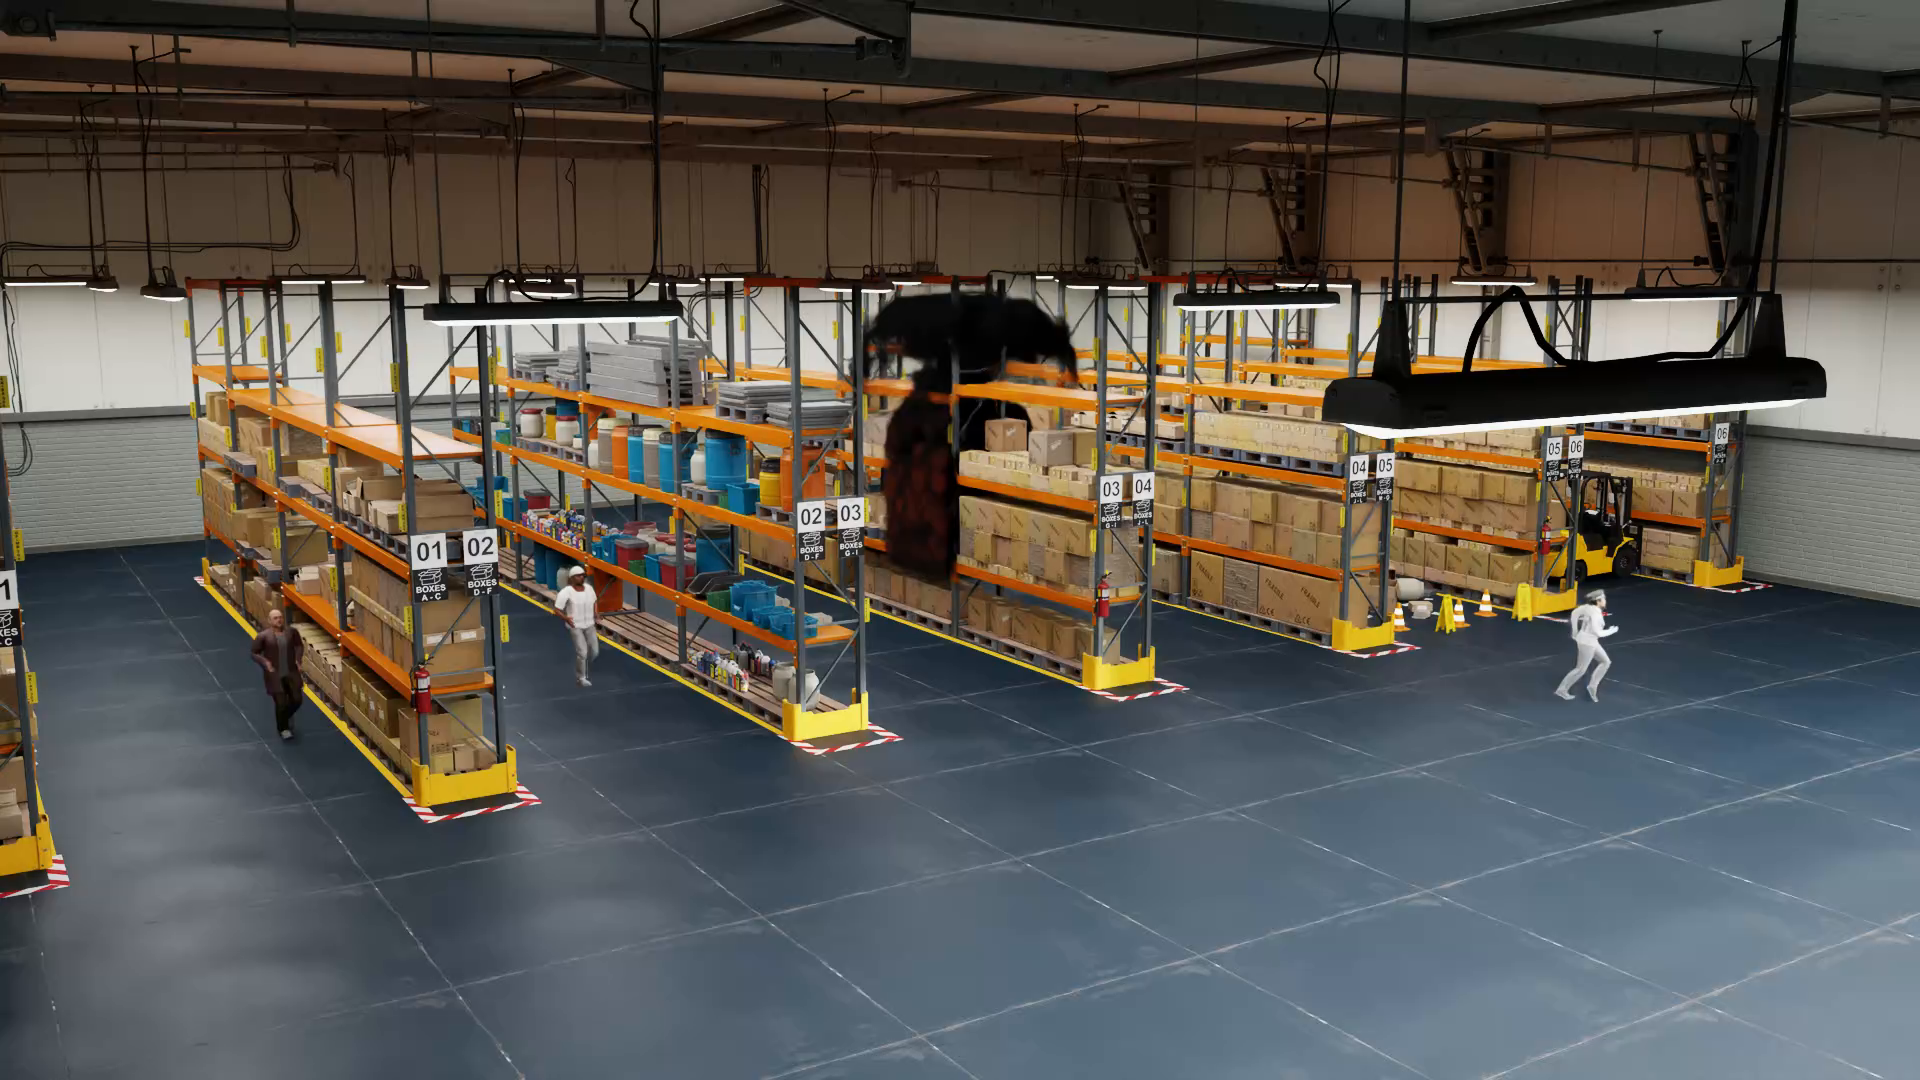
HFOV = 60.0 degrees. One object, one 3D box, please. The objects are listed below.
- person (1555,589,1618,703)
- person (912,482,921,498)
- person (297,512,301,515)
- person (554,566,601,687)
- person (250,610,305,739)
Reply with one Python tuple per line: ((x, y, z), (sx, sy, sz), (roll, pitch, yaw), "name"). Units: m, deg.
((9.024, 1.518, 23.918), (0.792, 1.683, 0.641), (2, 10, 13), "person")
((-0.831, -0.393, 34.800), (0.651, 1.628, 0.604), (-7, 12, -37), "person")
((-13.404, -0.139, 34.181), (0.610, 1.570, 0.595), (6, 11, 30), "person")
((-5.425, 1.231, 23.761), (0.697, 1.733, 0.556), (-9, 13, -41), "person")
((-9.051, 1.785, 22.179), (0.705, 1.727, 0.661), (-7, 12, -38), "person")
